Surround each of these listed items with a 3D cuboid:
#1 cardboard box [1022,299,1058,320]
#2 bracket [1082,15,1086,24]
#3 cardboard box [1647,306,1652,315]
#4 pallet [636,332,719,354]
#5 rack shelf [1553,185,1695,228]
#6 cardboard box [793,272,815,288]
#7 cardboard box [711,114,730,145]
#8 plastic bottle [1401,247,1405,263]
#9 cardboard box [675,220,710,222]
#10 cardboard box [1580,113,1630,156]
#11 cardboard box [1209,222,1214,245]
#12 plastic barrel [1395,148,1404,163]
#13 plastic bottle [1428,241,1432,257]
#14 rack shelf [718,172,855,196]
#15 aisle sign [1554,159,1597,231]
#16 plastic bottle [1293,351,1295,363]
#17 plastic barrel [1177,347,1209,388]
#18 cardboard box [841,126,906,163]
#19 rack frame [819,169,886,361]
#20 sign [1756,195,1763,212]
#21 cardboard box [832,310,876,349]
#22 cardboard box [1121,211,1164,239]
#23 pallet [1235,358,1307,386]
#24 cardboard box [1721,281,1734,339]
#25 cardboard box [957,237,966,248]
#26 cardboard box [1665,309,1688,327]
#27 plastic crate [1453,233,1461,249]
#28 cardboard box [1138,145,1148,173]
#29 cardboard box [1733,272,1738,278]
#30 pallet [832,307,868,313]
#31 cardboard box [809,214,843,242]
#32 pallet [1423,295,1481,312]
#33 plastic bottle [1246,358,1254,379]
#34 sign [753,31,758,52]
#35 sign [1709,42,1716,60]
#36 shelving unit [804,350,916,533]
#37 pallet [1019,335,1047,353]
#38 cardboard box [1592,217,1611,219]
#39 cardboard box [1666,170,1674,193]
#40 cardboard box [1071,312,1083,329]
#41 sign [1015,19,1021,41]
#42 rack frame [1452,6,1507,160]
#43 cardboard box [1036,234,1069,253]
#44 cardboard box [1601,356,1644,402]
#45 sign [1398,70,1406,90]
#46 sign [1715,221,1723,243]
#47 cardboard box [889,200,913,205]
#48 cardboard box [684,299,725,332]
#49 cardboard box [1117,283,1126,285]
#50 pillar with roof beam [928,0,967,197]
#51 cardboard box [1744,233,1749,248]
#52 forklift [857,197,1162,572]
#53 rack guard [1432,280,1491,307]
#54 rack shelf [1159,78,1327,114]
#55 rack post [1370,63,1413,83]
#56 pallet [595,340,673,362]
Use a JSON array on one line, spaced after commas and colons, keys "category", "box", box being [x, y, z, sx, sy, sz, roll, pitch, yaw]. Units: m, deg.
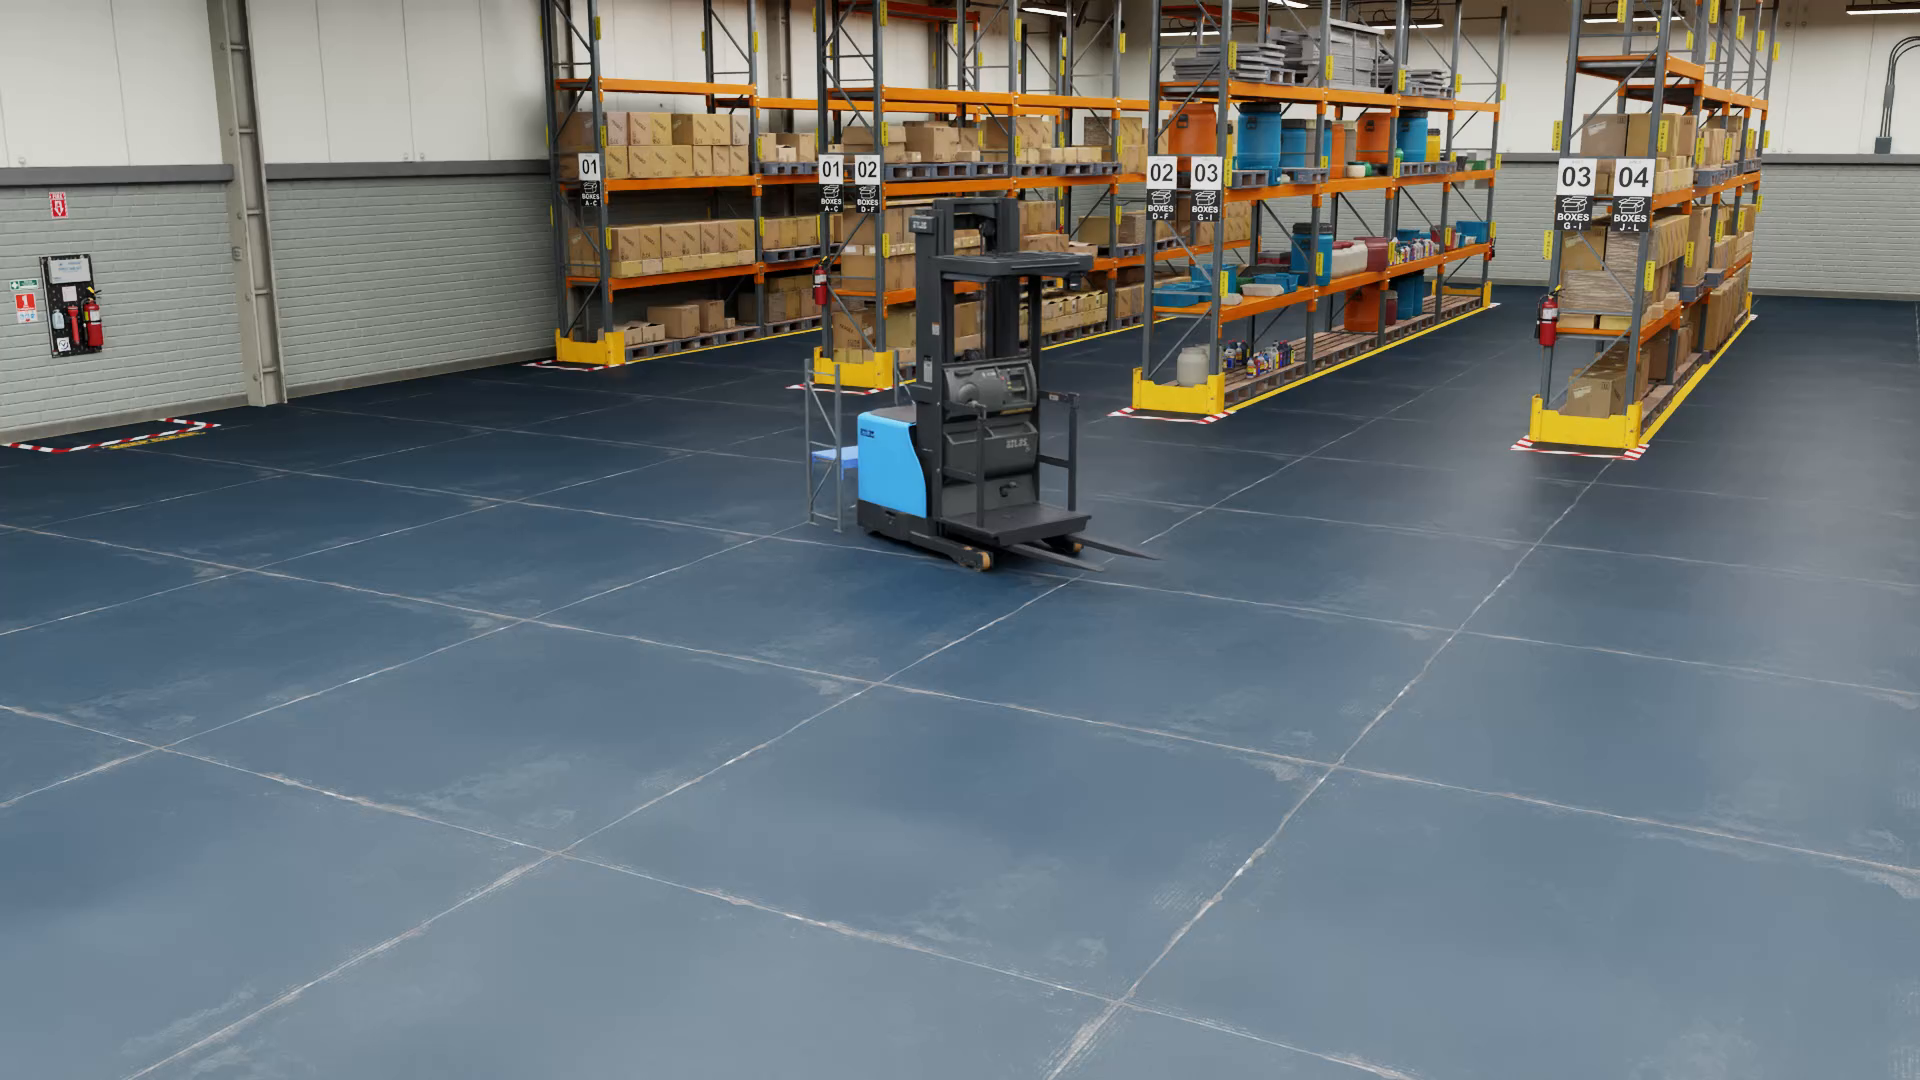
[{"category": "cardboard box", "box": [1.337, -3.916, 28.150, 0.500, 0.311, 0.500, 7, 15, 26]}, {"category": "bracket", "box": [2.945, -12.896, 41.146, 0.235, 0.232, 0.430, 7, 15, 28]}, {"category": "cardboard box", "box": [8.104, -2.733, 20.007, 0.380, 0.149, 0.250, 7, 15, 28]}, {"category": "pallet", "box": [-4.797, -3.322, 27.865, 1.003, 0.211, 1.213, 7, 15, 28]}, {"category": "rack shelf", "box": [8.126, -4.086, 20.215, 1.077, 0.370, 4.000, 7, 15, 28]}, {"category": "cardboard box", "box": [-2.858, -4.885, 31.193, 0.500, 0.250, 0.500, 7, 15, 28]}, {"category": "cardboard box", "box": [-4.177, -6.826, 27.658, 0.500, 0.500, 0.500, 8, 16, 31]}, {"category": "plastic bottle", "box": [7.710, -4.969, 29.020, 0.097, 0.271, 0.097, 0, 14, 0]}, {"category": "cardboard box", "box": [-4.578, -5.194, 28.355, 0.500, 0.500, 0.500, 7, 15, 28]}, {"category": "cardboard box", "box": [7.687, -4.808, 19.762, 0.500, 0.500, 0.500, 7, 15, 28]}, {"category": "cardboard box", "box": [5.020, -6.380, 34.382, 0.500, 0.500, 0.500, 8, 16, 29]}, {"category": "plastic barrel", "box": [7.405, -6.548, 28.327, 0.294, 0.245, 0.294, 0, 14, 0]}, {"category": "plastic bottle", "box": [8.645, -5.363, 30.628, 0.061, 0.283, 0.133, 7, 15, 28]}, {"category": "rack shelf", "box": [-2.948, -6.590, 30.603, 1.077, 0.370, 4.000, 7, 15, 28]}, {"category": "aisle sign", "box": [6.867, -3.852, 18.564, 0.394, 0.787, 0.004, 7, 15, 28]}, {"category": "plastic bottle", "box": [4.855, -2.692, 24.333, 0.097, 0.201, 0.097, 0, 14, 0]}, {"category": "plastic barrel", "box": [3.075, -2.266, 21.947, 0.421, 0.512, 0.421, 0, 14, 0]}, {"category": "cardboard box", "box": [-1.229, -5.588, 23.497, 0.797, 0.503, 0.637, 9, 16, 32]}, {"category": "rack frame", "box": [-1.510, -3.690, 23.439, 1.000, 3.000, 0.127, 7, 15, 28]}, {"category": "sign", "box": [15.363, -6.463, 31.966, 0.100, 0.325, 0.005, 7, 15, 28]}, {"category": "cardboard box", "box": [-1.512, -3.066, 24.221, 0.500, 0.500, 0.500, 7, 15, 28]}, {"category": "cardboard box", "box": [3.589, -6.185, 32.677, 0.700, 0.500, 0.500, 10, 17, 37]}, {"category": "pallet", "box": [4.396, -2.460, 24.287, 1.003, 0.211, 1.213, 7, 15, 28]}, {"category": "cardboard box", "box": [12.238, -3.883, 27.877, 1.225, 0.875, 0.875, 7, 15, 26]}, {"category": "cardboard box", "box": [-0.136, -4.534, 25.344, 0.380, 0.149, 0.250, 8, 16, 30]}, {"category": "cardboard box", "box": [10.482, -3.321, 24.702, 0.500, 0.250, 0.500, 9, 16, 34]}, {"category": "plastic crate", "box": [9.524, -5.854, 32.540, 0.437, 0.282, 0.530, 7, 15, 28]}, {"category": "cardboard box", "box": [3.036, -7.143, 31.148, 0.910, 0.500, 0.500, 7, 15, 28]}, {"category": "cardboard box", "box": [13.350, -4.326, 29.716, 0.875, 0.875, 0.875, 7, 15, 28]}, {"category": "pallet", "box": [-2.360, -4.376, 32.235, 1.003, 0.211, 1.213, 7, 15, 28]}, {"category": "cardboard box", "box": [-2.446, -5.939, 31.616, 0.700, 0.500, 0.500, 6, 15, 23]}, {"category": "pallet", "box": [10.126, -4.890, 34.367, 1.003, 0.211, 1.213, 7, 15, 28]}, {"category": "plastic bottle", "box": [3.973, -2.352, 22.773, 0.097, 0.271, 0.097, 0, 14, 0]}, {"category": "sign", "box": [-3.449, -8.415, 28.076, 0.100, 0.325, 0.005, 7, 15, 28]}, {"category": "sign", "box": [14.412, -9.361, 31.832, 0.100, 0.325, 0.005, 7, 15, 28]}, {"category": "shelving unit", "box": [-0.828, -0.919, 15.142, 1.048, 1.500, 0.538, -11, 17, -39]}, {"category": "pallet", "box": [0.745, -3.311, 27.815, 1.003, 0.211, 1.213, 7, 15, 28]}, {"category": "cardboard box", "box": [8.171, -3.798, 20.906, 0.500, 0.500, 0.500, 7, 15, 28]}, {"category": "cardboard box", "box": [8.106, -4.229, 19.597, 0.500, 0.250, 0.500, 7, 15, 28]}, {"category": "cardboard box", "box": [1.824, -3.854, 29.091, 0.500, 0.250, 0.500, 8, 16, 29]}, {"category": "sign", "box": [0.897, -7.890, 25.730, 0.100, 0.325, 0.005, 7, 15, 28]}, {"category": "rack frame", "box": [10.559, -9.327, 34.021, 1.000, 3.000, 0.127, 7, 15, 28]}, {"category": "cardboard box", "box": [1.560, -5.034, 28.800, 0.500, 0.500, 0.500, 6, 15, 25]}, {"category": "cardboard box", "box": [8.363, -2.044, 21.050, 0.500, 0.500, 0.500, 6, 15, 23]}, {"category": "sign", "box": [7.176, -7.468, 26.998, 0.100, 0.325, 0.005, 7, 15, 28]}, {"category": "sign", "box": [11.507, -4.673, 25.215, 0.100, 0.325, 0.005, 7, 15, 28]}, {"category": "cardboard box", "box": [-1.277, -6.634, 33.158, 0.500, 0.250, 0.500, 7, 15, 27]}, {"category": "cardboard box", "box": [-4.382, -3.852, 28.507, 0.500, 0.500, 0.500, 6, 15, 24]}, {"category": "cardboard box", "box": [2.854, -4.655, 31.835, 0.500, 0.500, 0.500, 7, 15, 26]}, {"category": "pillar with roof beam", "box": [3.302, -9.383, 34.252, 9.100, 9.000, 0.548, 7, 15, 28]}, {"category": "cardboard box", "box": [14.401, -5.583, 30.978, 0.500, 0.250, 0.500, 7, 15, 26]}, {"category": "forklift", "box": [0.389, -1.298, 13.666, 1.130, 2.935, 3.031, -10, 17, -37]}, {"category": "rack guard", "box": [10.559, -5.202, 35.044, 1.175, 0.500, 0.348, 7, 15, 28]}, {"category": "rack shelf", "box": [3.791, -5.911, 22.238, 1.077, 0.370, 4.000, 7, 15, 28]}, {"category": "rack post", "box": [7.006, -7.802, 27.858, 0.954, 0.300, 0.937, 7, 15, 28]}, {"category": "pallet", "box": [-5.388, -3.073, 26.830, 1.003, 0.211, 1.213, 7, 15, 28]}]
